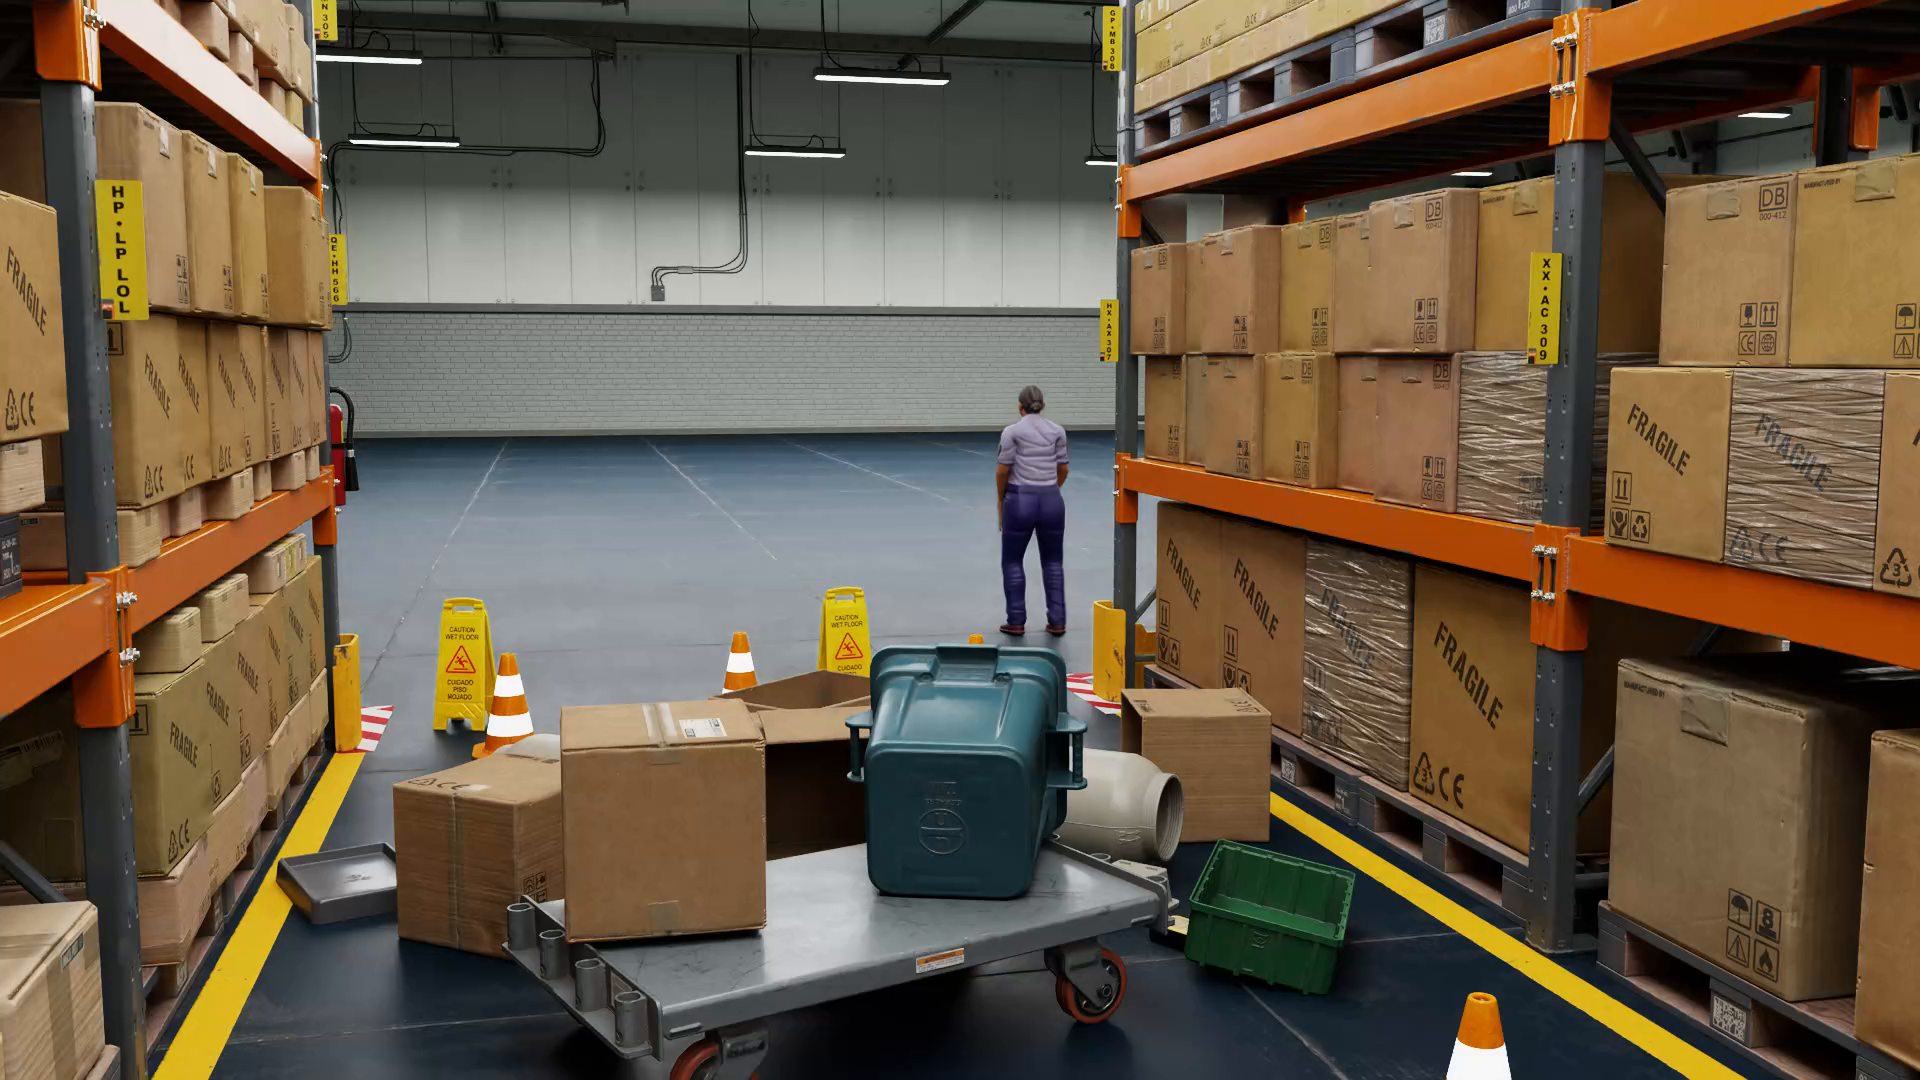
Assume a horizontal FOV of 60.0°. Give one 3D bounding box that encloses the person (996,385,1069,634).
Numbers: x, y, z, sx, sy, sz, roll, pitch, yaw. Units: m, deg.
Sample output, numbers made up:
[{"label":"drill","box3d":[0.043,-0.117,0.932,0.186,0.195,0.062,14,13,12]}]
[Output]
[{"label":"person","box3d":[0.473,-0.199,11.017,0.506,1.656,0.423,-2,6,-15]}]
